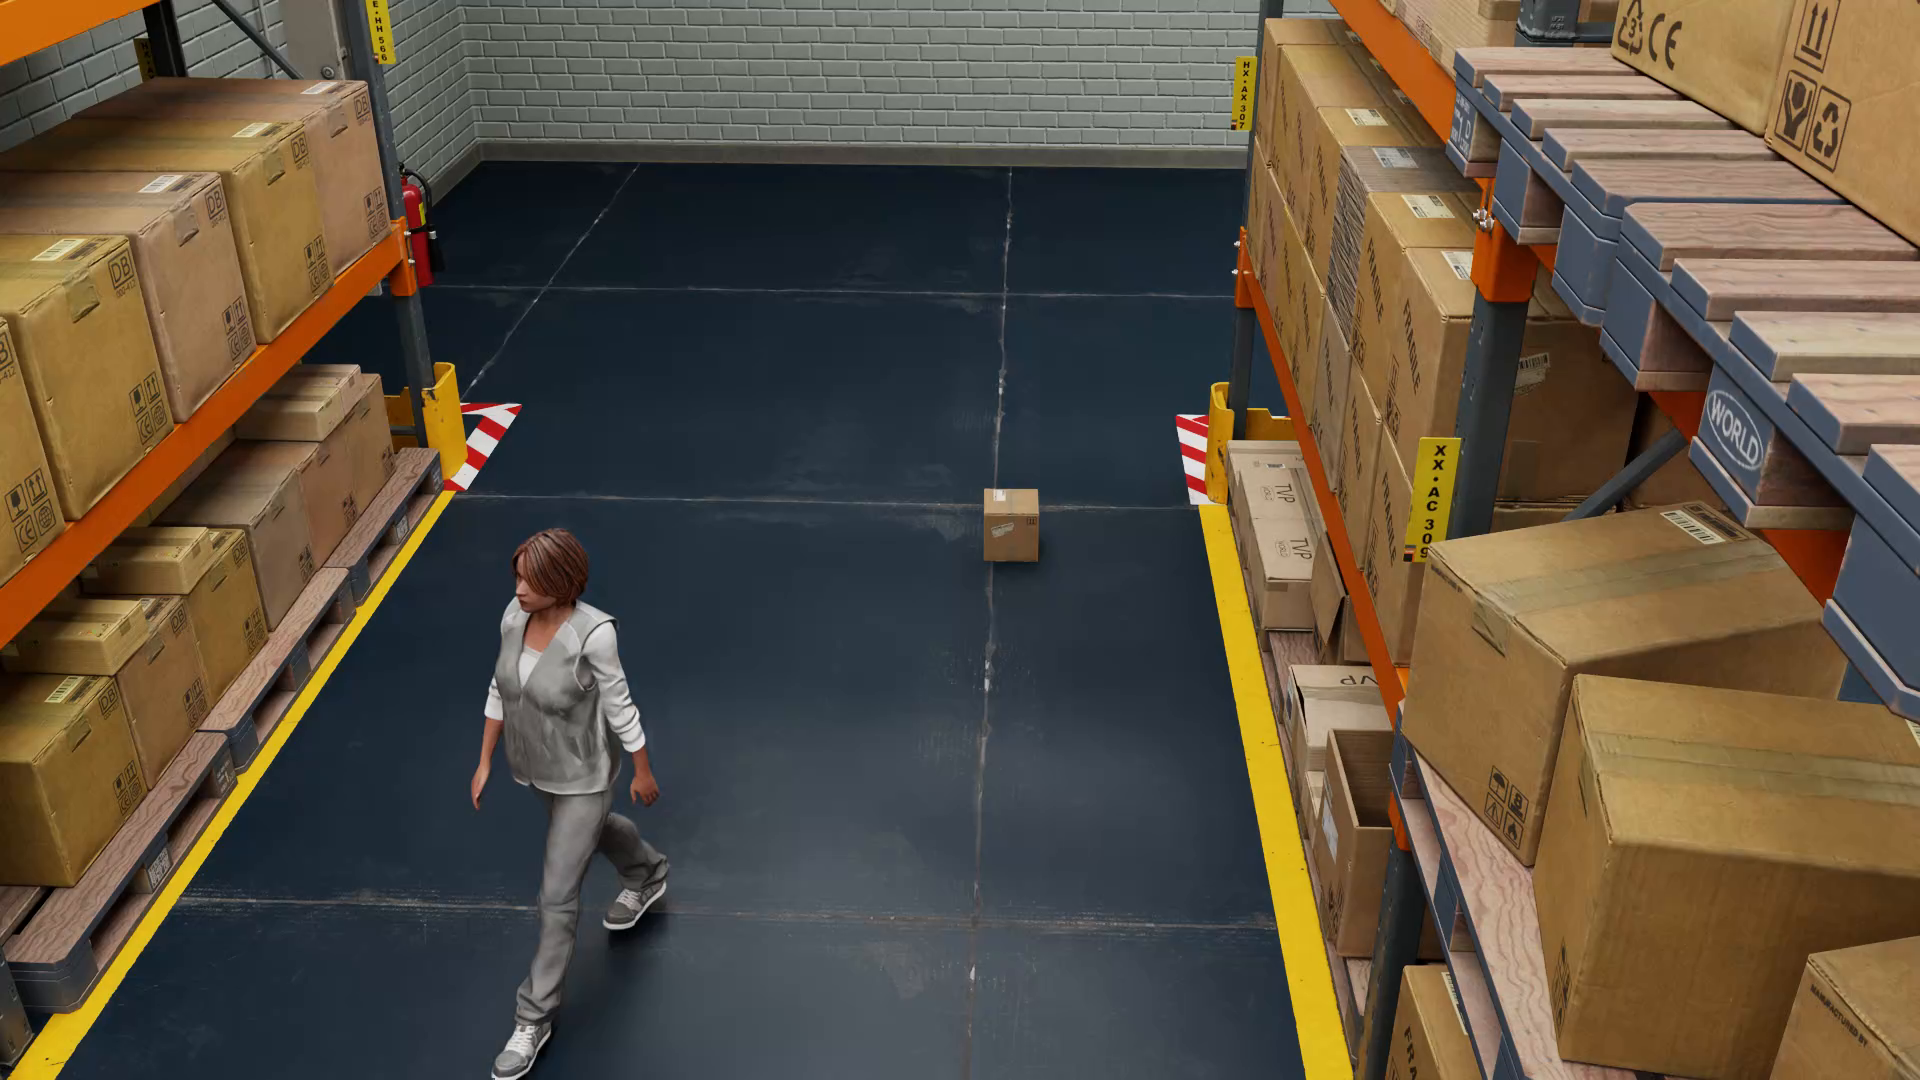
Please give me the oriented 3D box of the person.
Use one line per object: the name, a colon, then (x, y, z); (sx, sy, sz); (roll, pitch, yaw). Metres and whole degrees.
person: (-1.197, 0.685, 4.838); (0.447, 1.540, 0.930); (18, 33, 29)
